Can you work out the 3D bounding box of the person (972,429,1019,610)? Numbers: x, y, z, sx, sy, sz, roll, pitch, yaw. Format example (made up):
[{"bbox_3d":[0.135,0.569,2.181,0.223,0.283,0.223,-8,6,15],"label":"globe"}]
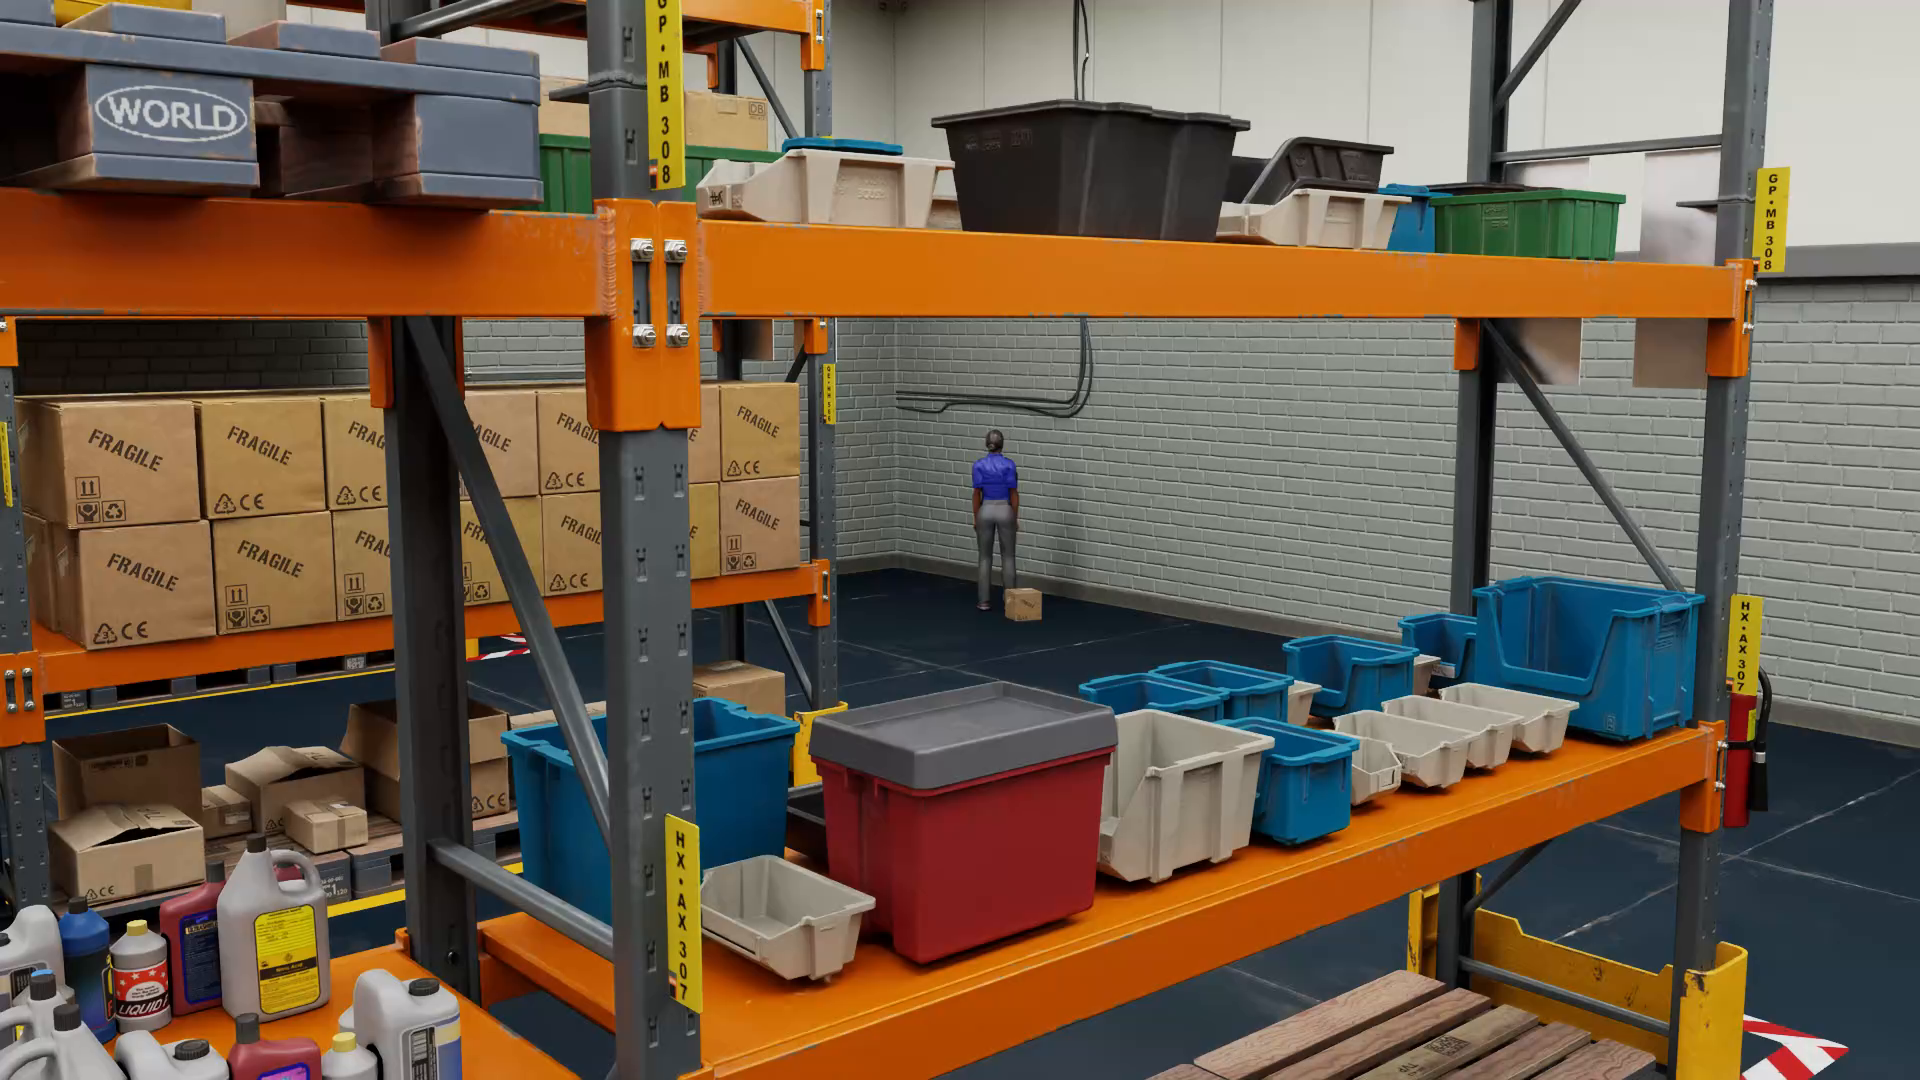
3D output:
[{"bbox_3d":[0.337,-0.183,15.199,0.446,1.659,0.339,1,8,7],"label":"person"}]
